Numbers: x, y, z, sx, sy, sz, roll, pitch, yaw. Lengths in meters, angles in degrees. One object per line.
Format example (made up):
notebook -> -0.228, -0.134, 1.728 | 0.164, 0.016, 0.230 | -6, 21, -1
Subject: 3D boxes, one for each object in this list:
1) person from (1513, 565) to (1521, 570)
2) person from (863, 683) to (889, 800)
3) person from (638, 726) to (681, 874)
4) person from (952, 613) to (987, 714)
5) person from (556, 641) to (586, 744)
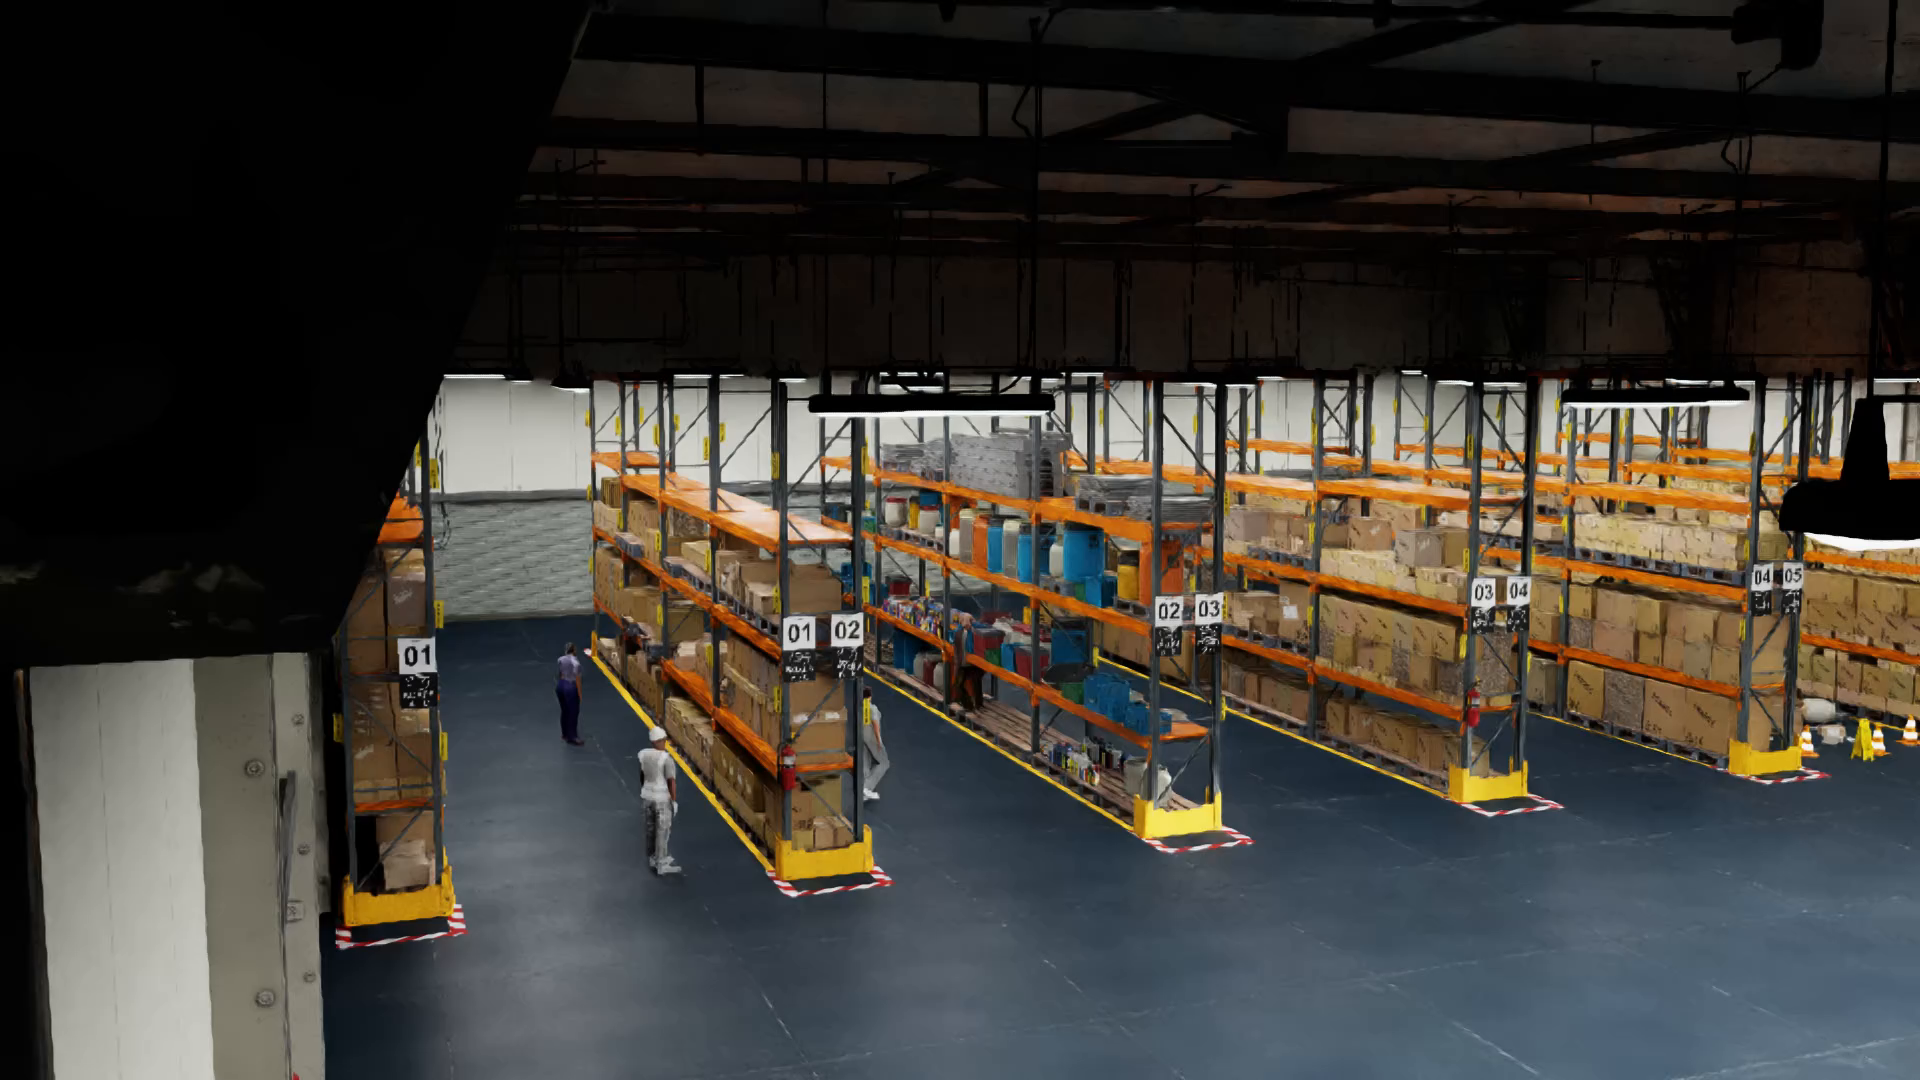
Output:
person -> 12.063, 1.417, 36.088 | 0.594, 1.763, 0.681 | 0, 6, -1
person -> -1.296, 2.871, 23.601 | 0.492, 1.671, 0.435 | 6, 9, 43
person -> -3.658, 3.158, 20.373 | 0.617, 1.786, 0.456 | 5, 8, 38
person -> 0.172, 2.104, 28.436 | 0.625, 1.732, 0.499 | 2, 7, 21
person -> -6.331, 2.471, 27.170 | 0.580, 1.658, 0.443 | 5, 8, 39
